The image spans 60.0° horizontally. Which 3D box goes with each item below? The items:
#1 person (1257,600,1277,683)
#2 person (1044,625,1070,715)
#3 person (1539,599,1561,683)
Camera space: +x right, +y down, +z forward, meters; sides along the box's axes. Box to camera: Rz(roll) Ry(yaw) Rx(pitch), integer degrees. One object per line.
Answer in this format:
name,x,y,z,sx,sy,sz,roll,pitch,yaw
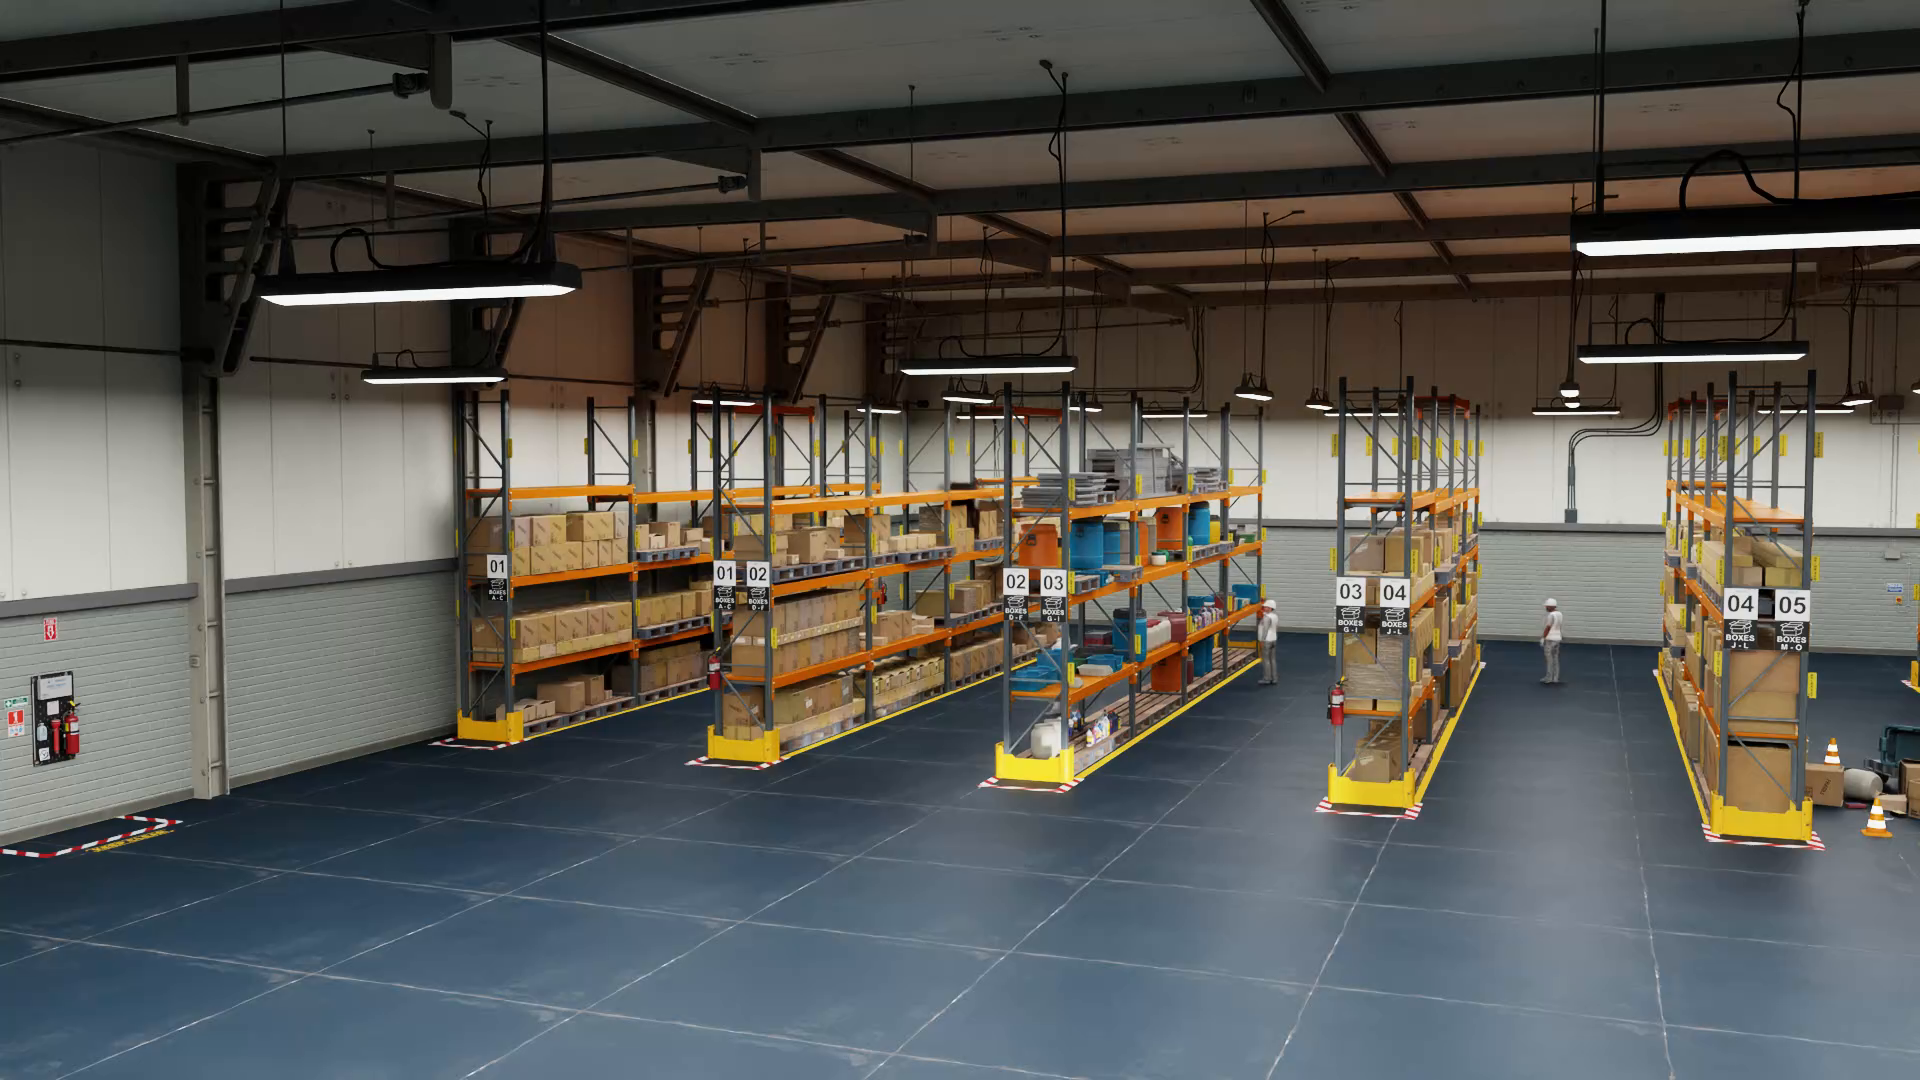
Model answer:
person,6.556,2.161,35.427,0.385,1.778,0.549,2,4,37
person,1.858,2.449,31.390,0.438,1.679,0.597,1,3,16
person,12.599,2.147,35.504,0.405,1.793,0.562,3,4,43
